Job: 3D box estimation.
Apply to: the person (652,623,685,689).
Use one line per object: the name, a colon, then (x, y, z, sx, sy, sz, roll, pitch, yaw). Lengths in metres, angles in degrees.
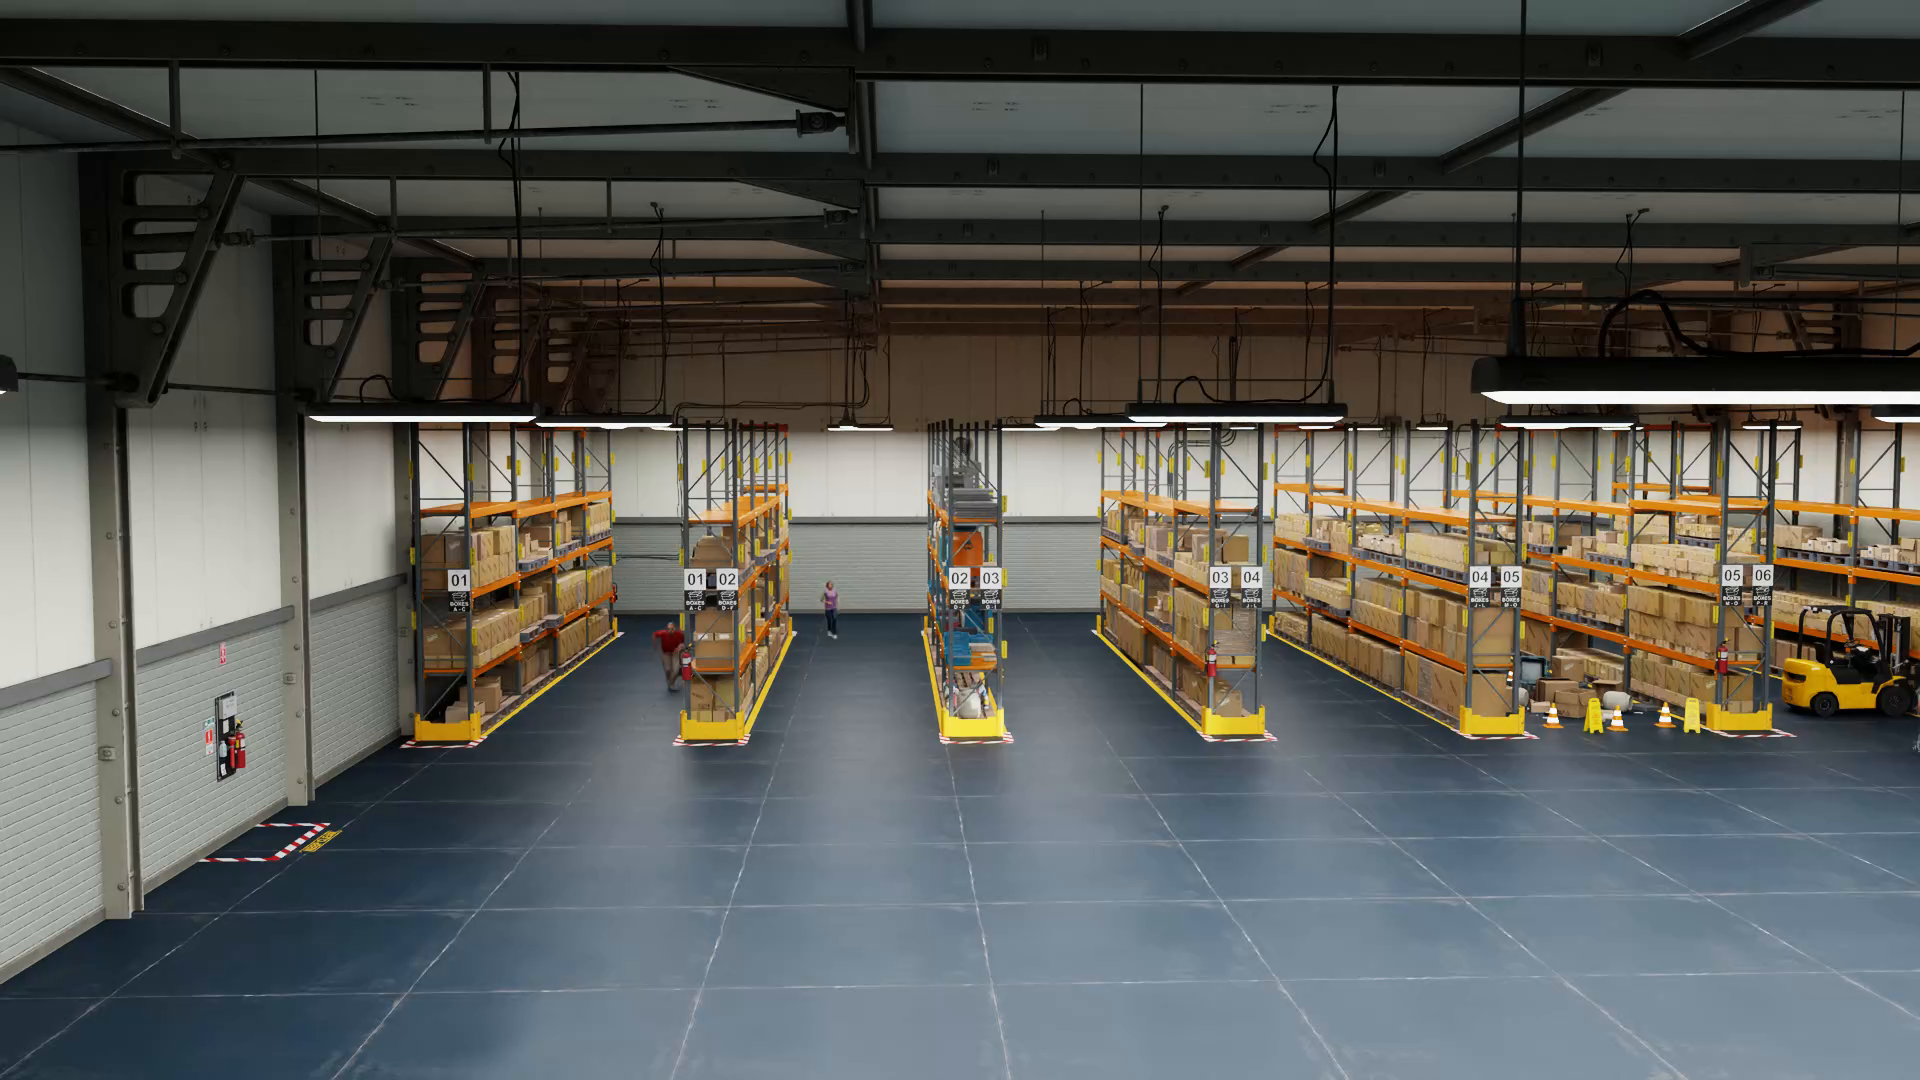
person: (-6.476, 2.584, 36.972, 0.694, 1.551, 0.860, -1, 4, -13)

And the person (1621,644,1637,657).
person: (16.274, 2.331, 40.325, 0.627, 1.698, 0.748, 0, 4, -7)

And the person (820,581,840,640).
person: (-3.630, 1.958, 46.421, 0.579, 1.638, 0.760, -1, 4, -20)
